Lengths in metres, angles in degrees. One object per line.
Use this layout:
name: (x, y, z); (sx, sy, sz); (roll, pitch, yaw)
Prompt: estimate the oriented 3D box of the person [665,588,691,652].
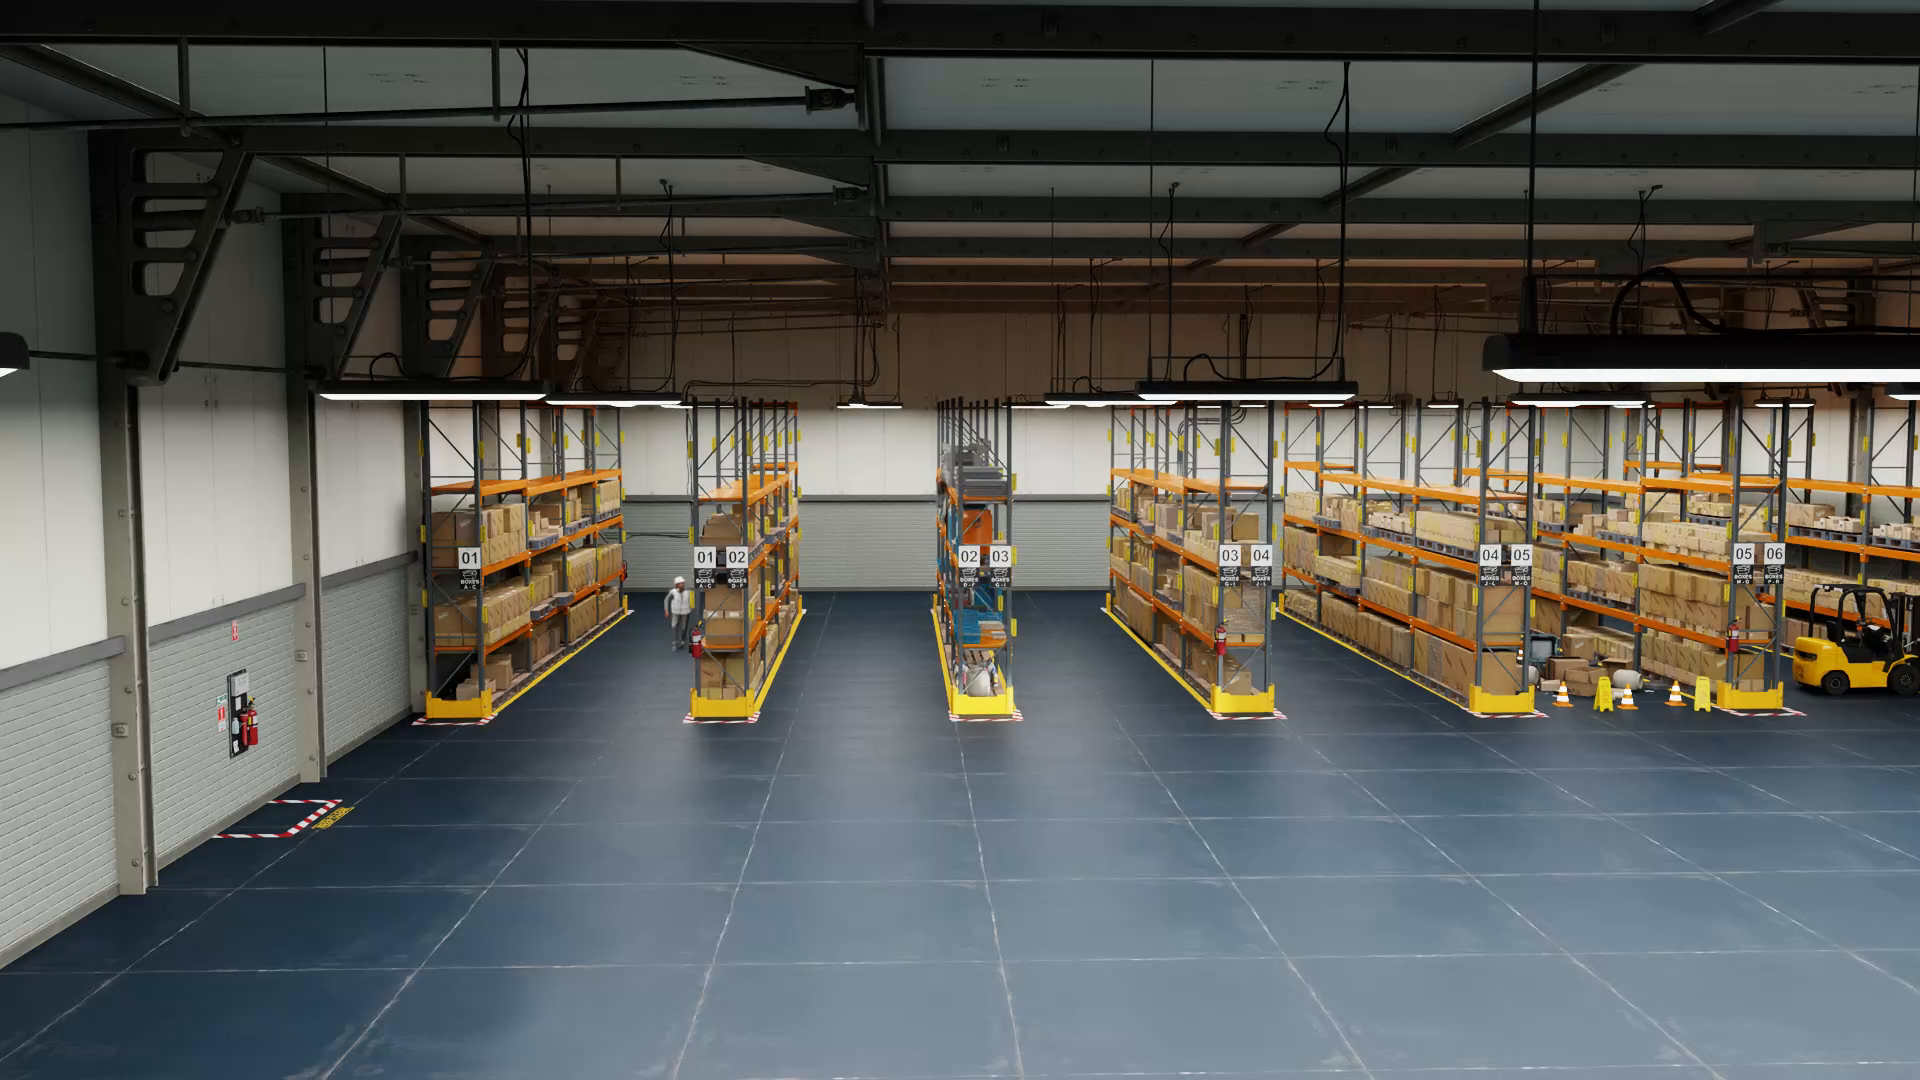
person: (-6.779, 1.888, 40.149); (0.694, 1.511, 0.992); (0, 4, -2)
